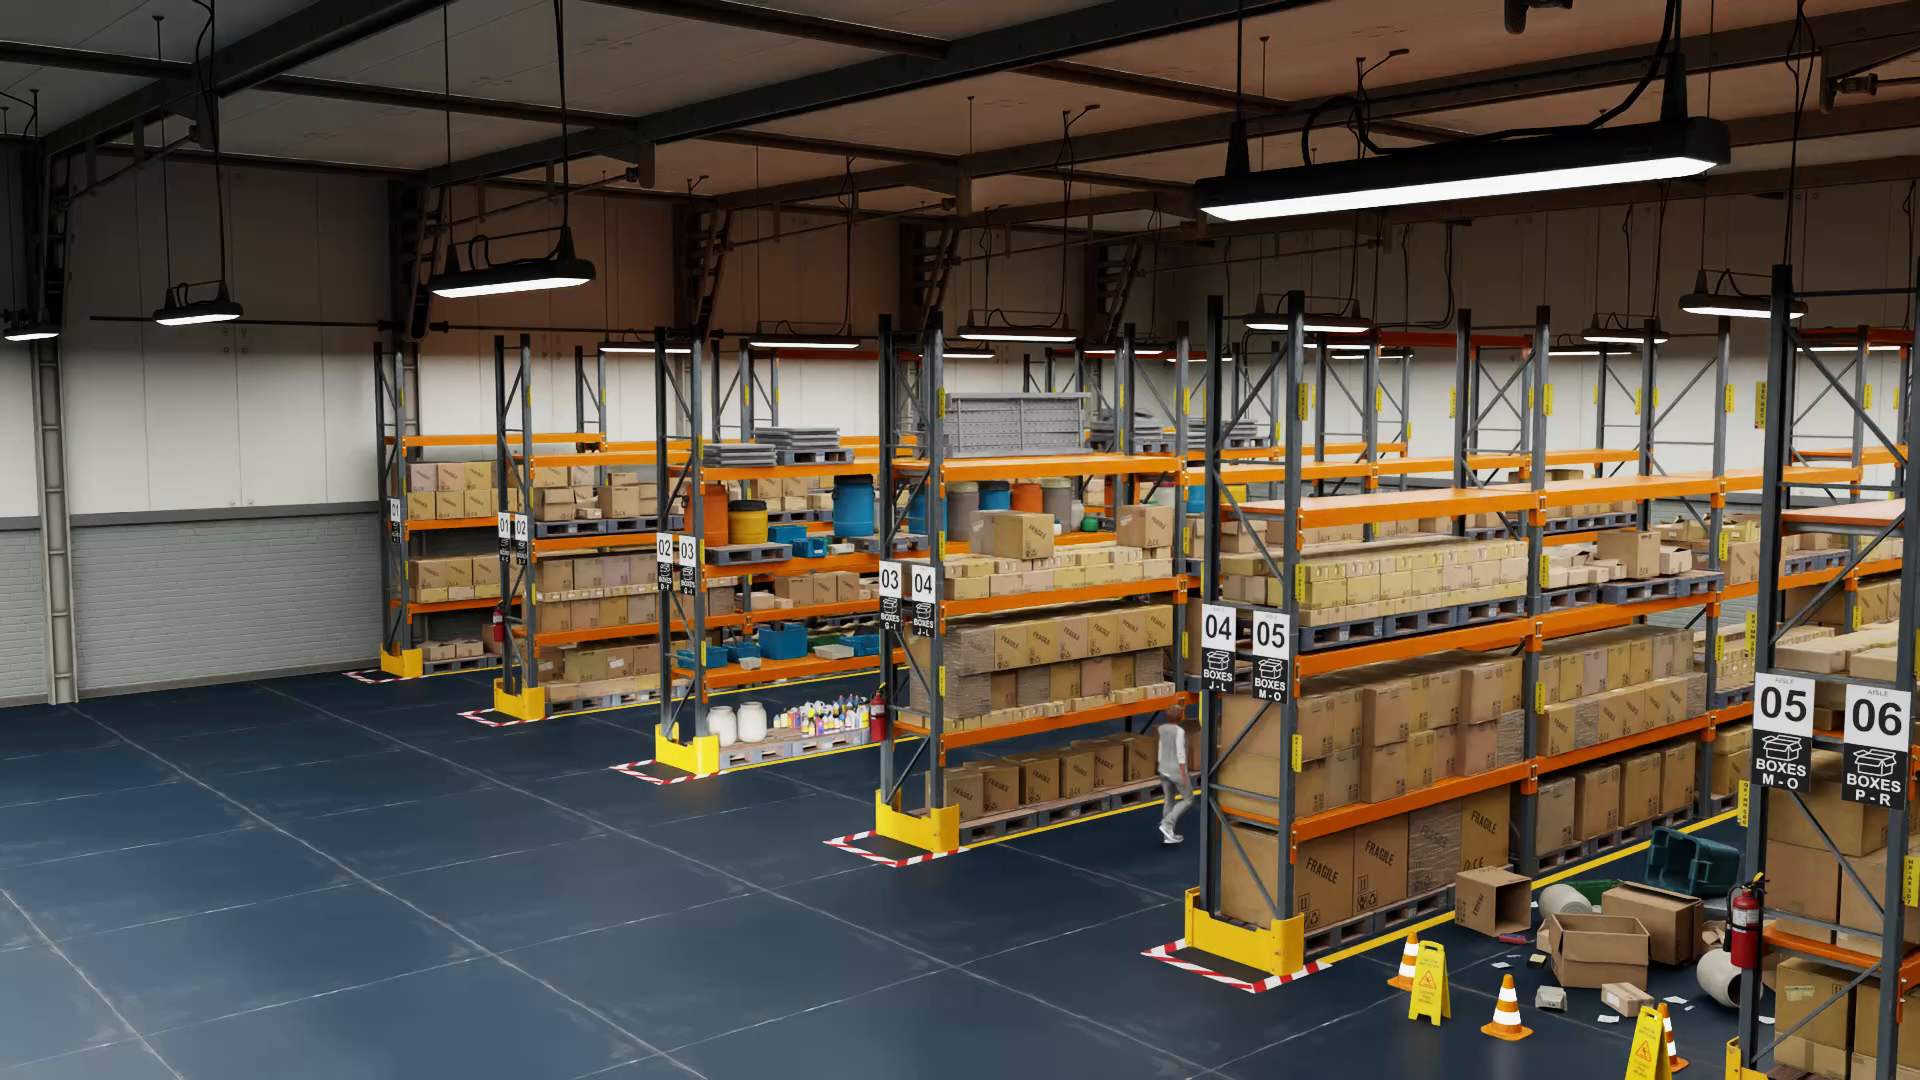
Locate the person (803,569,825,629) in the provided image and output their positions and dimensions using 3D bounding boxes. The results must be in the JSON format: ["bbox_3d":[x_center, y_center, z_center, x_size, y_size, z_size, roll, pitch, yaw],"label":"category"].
[{"bbox_3d":[-2.971,1.381,32.758,0.981,1.577,0.436,-5,7,-41],"label":"person"}]

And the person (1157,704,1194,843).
[{"bbox_3d":[2.380,2.656,18.852,0.441,1.597,0.438,-4,7,-37],"label":"person"}]

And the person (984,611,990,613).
[{"bbox_3d":[0.601,1.788,28.500,0.697,1.578,0.582,-3,6,-30],"label":"person"}]
